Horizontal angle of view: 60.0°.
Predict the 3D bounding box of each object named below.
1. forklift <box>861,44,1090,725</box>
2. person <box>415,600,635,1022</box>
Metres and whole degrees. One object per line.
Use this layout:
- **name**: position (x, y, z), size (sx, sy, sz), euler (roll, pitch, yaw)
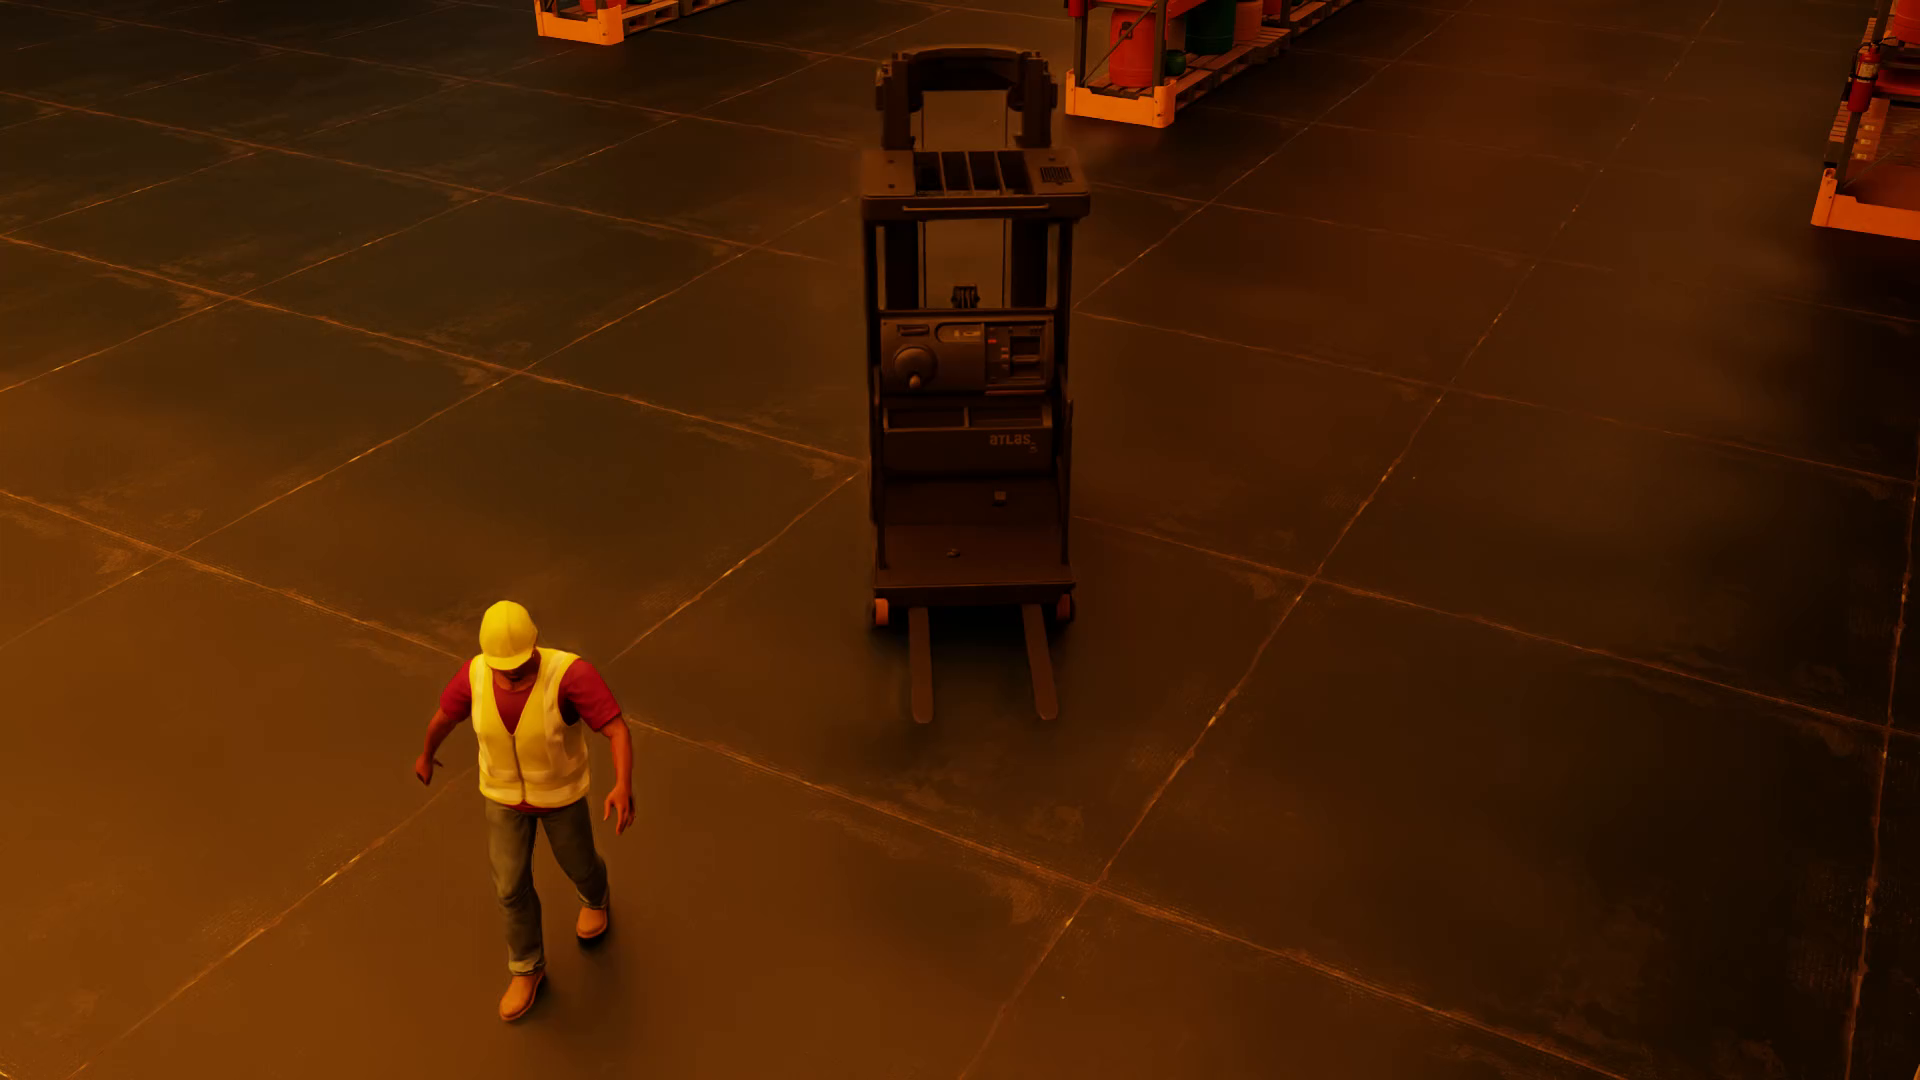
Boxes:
- **forklift**: position (0.055, -0.955, 8.725), size (1.130, 2.935, 3.031), euler (-1, 30, -2)
- **person**: position (-1.705, 1.006, 6.530), size (1.020, 1.745, 0.765), euler (1, 30, 2)
